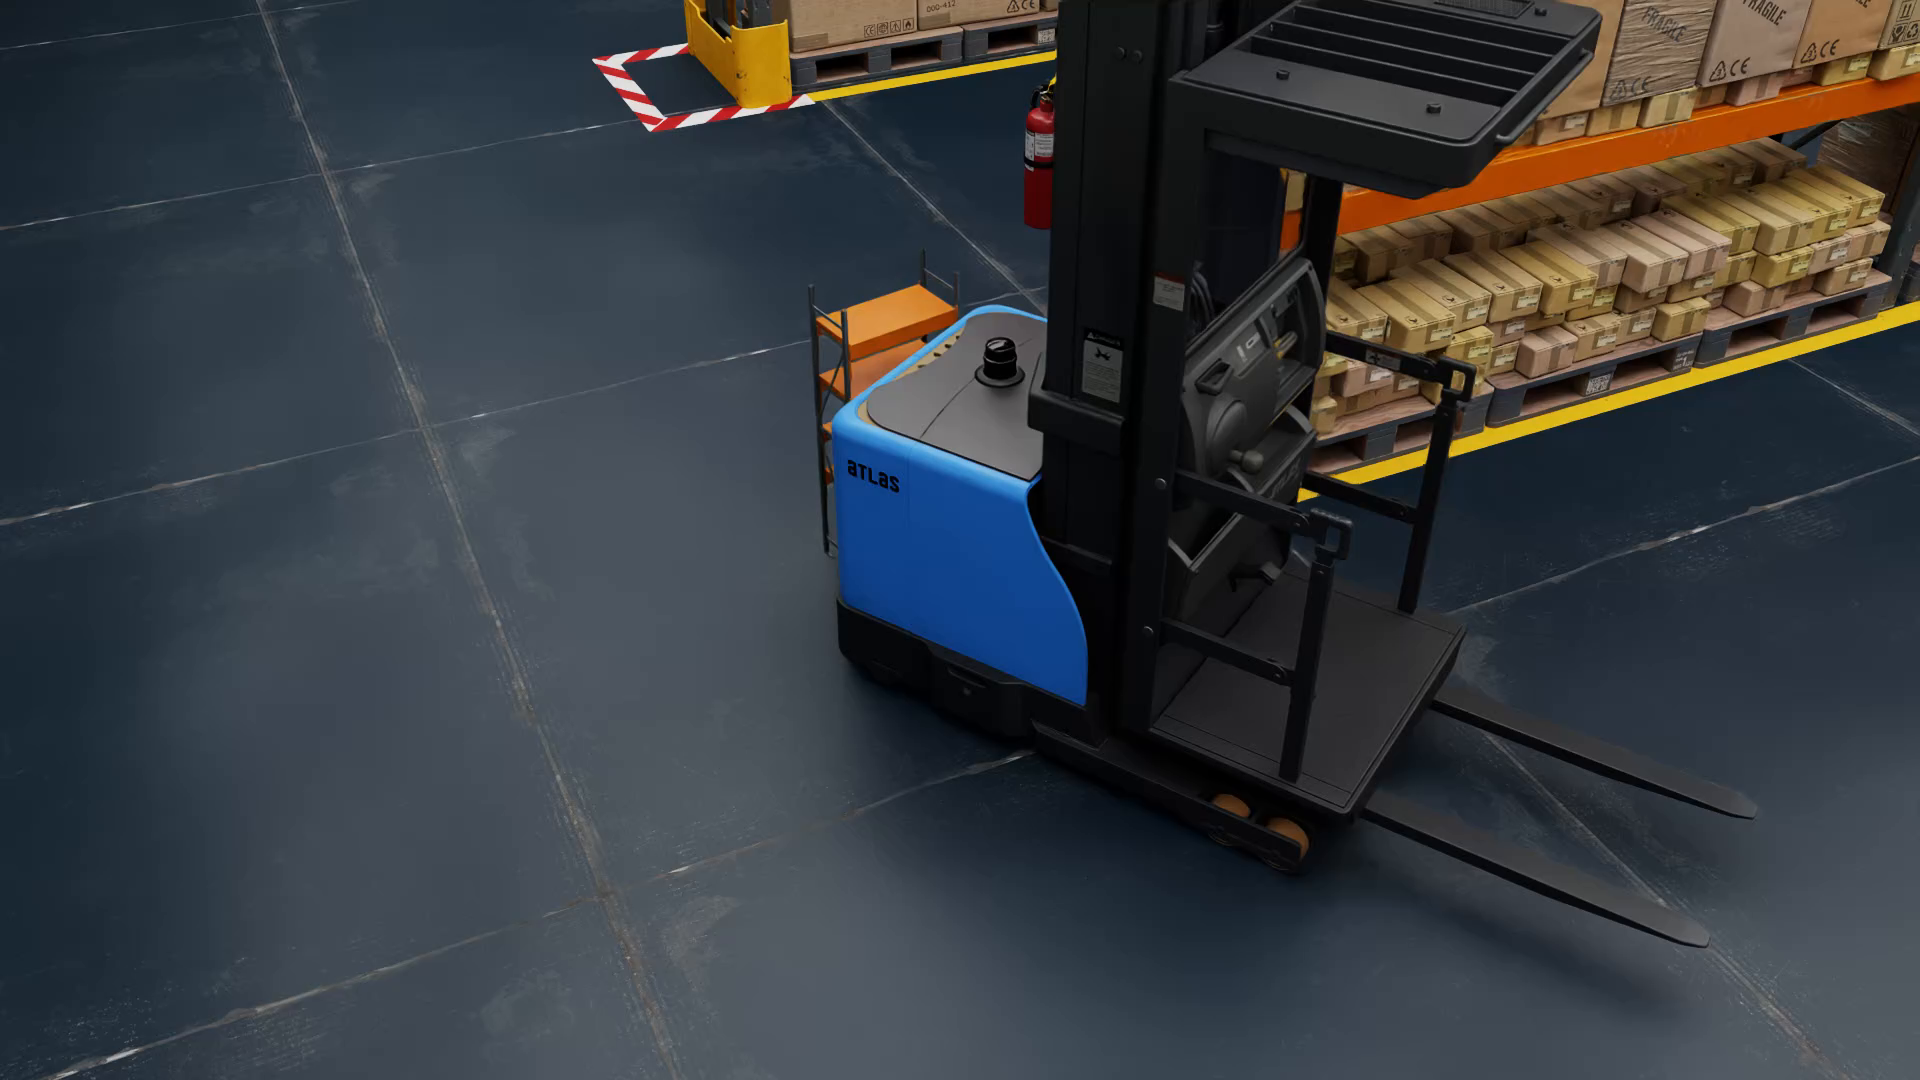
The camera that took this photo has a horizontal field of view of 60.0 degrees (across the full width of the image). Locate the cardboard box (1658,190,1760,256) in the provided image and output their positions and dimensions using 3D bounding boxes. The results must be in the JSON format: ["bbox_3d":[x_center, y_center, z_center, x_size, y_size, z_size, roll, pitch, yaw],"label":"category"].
[{"bbox_3d":[3.480,-1.471,7.757,0.250,0.149,0.380,-14,39,-18],"label":"cardboard box"}]

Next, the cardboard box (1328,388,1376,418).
[{"bbox_3d":[1.588,-0.697,7.212,0.250,0.149,0.380,-16,39,-20],"label":"cardboard box"}]

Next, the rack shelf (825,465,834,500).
[{"bbox_3d":[-0.273,-0.248,6.524,0.480,0.148,0.258,-23,42,-28],"label":"rack shelf"}]

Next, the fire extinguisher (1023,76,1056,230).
[{"bbox_3d":[0.351,-1.607,6.777,0.183,0.674,0.296,-16,39,-20],"label":"fire extinguisher"}]

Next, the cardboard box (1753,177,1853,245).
[{"bbox_3d":[3.970,-1.562,7.879,0.250,0.149,0.380,-15,39,-19],"label":"cardboard box"}]

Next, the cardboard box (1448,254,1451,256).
[{"bbox_3d":[2.305,-1.359,7.855,0.250,0.149,0.380,-14,39,-18],"label":"cardboard box"}]

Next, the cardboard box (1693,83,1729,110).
[{"bbox_3d":[3.053,-1.984,7.118,0.250,0.149,0.380,-16,40,-21],"label":"cardboard box"}]

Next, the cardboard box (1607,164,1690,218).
[{"bbox_3d":[3.287,-1.696,8.060,0.250,0.149,0.380,-17,40,-21],"label":"cardboard box"}]

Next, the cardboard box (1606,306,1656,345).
[{"bbox_3d":[2.984,-1.064,7.708,0.250,0.149,0.380,-15,39,-19],"label":"cardboard box"}]

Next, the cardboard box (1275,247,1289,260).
[{"bbox_3d":[1.399,-1.169,7.349,0.250,0.149,0.380,-15,39,-19],"label":"cardboard box"}]

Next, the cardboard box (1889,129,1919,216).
[{"bbox_3d":[5.178,-1.824,8.437,0.500,0.500,0.500,-14,39,-18],"label":"cardboard box"}]

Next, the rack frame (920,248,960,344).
[{"bbox_3d":[-0.075,-0.547,6.480,0.015,1.200,0.240,-23,42,-28],"label":"rack frame"}]

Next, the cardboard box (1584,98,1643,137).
[{"bbox_3d":[2.598,-1.830,6.910,0.250,0.149,0.380,-14,39,-18],"label":"cardboard box"}]

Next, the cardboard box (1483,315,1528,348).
[{"bbox_3d":[2.293,-1.014,7.390,0.250,0.149,0.380,-18,40,-22],"label":"cardboard box"}]

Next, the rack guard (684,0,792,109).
[{"bbox_3d":[-1.441,-3.237,10.694,0.348,0.500,1.175,-16,39,-20],"label":"rack guard"}]

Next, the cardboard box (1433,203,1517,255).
[{"bbox_3d":[2.346,-1.439,7.714,0.250,0.149,0.380,-17,40,-21],"label":"cardboard box"}]

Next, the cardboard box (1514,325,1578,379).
[{"bbox_3d":[2.540,-0.901,7.488,0.250,0.149,0.380,-18,40,-22],"label":"cardboard box"}]

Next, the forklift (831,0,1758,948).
[{"bbox_3d":[1.068,-0.484,4.943,3.031,2.935,1.130,21,42,26],"label":"forklift"}]

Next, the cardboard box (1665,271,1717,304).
[{"bbox_3d":[3.280,-1.269,7.734,0.250,0.149,0.380,-15,39,-19],"label":"cardboard box"}]

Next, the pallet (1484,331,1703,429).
[{"bbox_3d":[2.697,-0.995,7.915,1.213,0.211,1.003,-16,39,-20],"label":"pallet"}]

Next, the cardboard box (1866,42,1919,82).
[{"bbox_3d":[4.050,-2.192,7.398,0.250,0.149,0.380,-17,40,-21],"label":"cardboard box"}]

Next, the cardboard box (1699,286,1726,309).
[{"bbox_3d":[3.413,-1.233,7.934,0.250,0.149,0.380,-17,40,-21],"label":"cardboard box"}]

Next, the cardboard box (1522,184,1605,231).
[{"bbox_3d":[2.811,-1.562,7.879,0.250,0.149,0.380,-17,40,-22],"label":"cardboard box"}]

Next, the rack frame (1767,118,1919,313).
[{"bbox_3d":[4.396,-2.615,7.758,0.127,3.000,1.000,-16,39,-20],"label":"rack frame"}]

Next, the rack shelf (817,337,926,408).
[{"bbox_3d":[-0.273,-0.587,6.272,0.480,0.148,0.258,-23,42,-28],"label":"rack shelf"}]

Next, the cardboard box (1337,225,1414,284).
[{"bbox_3d":[1.840,-1.334,7.572,0.250,0.149,0.380,-17,40,-22],"label":"cardboard box"}]

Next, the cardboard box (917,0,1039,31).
[{"bbox_3d":[-0.040,-3.844,11.212,0.875,0.438,0.875,-15,39,-19],"label":"cardboard box"}]

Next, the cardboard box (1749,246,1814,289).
[{"bbox_3d":[3.771,-1.355,7.850,0.250,0.149,0.380,-17,40,-22],"label":"cardboard box"}]

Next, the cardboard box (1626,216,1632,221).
[{"bbox_3d":[3.290,-1.579,8.152,0.250,0.149,0.380,-18,40,-22],"label":"cardboard box"}]

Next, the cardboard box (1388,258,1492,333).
[{"bbox_3d":[2.064,-1.052,7.191,0.250,0.149,0.380,-18,40,-22],"label":"cardboard box"}]

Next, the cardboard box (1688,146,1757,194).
[{"bbox_3d":[3.722,-1.865,8.287,0.250,0.149,0.380,-14,39,-18],"label":"cardboard box"}]

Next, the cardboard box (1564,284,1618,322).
[{"bbox_3d":[2.769,-1.168,7.597,0.250,0.149,0.380,-14,39,-18],"label":"cardboard box"}]

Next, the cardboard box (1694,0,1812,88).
[{"bbox_3d":[3.157,-2.244,6.924,0.500,0.500,0.500,-16,39,-20],"label":"cardboard box"}]

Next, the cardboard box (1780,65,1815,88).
[{"bbox_3d":[3.520,-2.128,7.312,0.250,0.149,0.380,-17,40,-21],"label":"cardboard box"}]

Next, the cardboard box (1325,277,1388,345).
[{"bbox_3d":[1.592,-0.950,7.054,0.250,0.149,0.380,-15,39,-19],"label":"cardboard box"}]

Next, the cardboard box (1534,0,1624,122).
[{"bbox_3d":[2.221,-1.994,6.586,0.500,0.500,0.500,-15,39,-19],"label":"cardboard box"}]

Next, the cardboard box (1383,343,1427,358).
[{"bbox_3d":[1.814,-0.889,7.221,0.250,0.149,0.380,-15,39,-19],"label":"cardboard box"}]

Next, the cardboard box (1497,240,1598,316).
[{"bbox_3d":[2.577,-1.159,7.335,0.250,0.149,0.380,-15,39,-19],"label":"cardboard box"}]

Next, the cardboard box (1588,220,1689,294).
[{"bbox_3d":[3.035,-1.278,7.496,0.250,0.149,0.380,-17,40,-22],"label":"cardboard box"}]

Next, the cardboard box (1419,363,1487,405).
[{"bbox_3d":[2.087,-0.769,7.310,0.250,0.149,0.380,-15,39,-19],"label":"cardboard box"}]

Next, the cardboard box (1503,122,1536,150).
[{"bbox_3d":[2.119,-1.728,6.773,0.250,0.149,0.380,-16,39,-20],"label":"cardboard box"}]

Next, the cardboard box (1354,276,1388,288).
[{"bbox_3d":[1.888,-1.179,7.612,0.250,0.149,0.380,-16,39,-20],"label":"cardboard box"}]

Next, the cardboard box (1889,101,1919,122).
[{"bbox_3d":[4.963,-2.406,8.592,0.500,0.250,0.500,-17,40,-21],"label":"cardboard box"}]

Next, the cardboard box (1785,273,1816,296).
[{"bbox_3d":[3.915,-1.335,8.073,0.250,0.149,0.380,-15,39,-19],"label":"cardboard box"}]

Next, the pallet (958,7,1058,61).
[{"bbox_3d":[0.374,-3.678,11.532,1.213,0.211,1.003,-16,39,-20],"label":"pallet"}]

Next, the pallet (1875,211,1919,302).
[{"bbox_3d":[5.100,-1.693,8.856,1.213,0.211,1.003,-16,39,-20],"label":"pallet"}]

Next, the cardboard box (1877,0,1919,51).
[{"bbox_3d":[4.078,-2.500,7.269,0.500,0.500,0.500,-16,39,-20],"label":"cardboard box"}]

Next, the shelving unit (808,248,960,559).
[{"bbox_3d":[-0.273,-0.462,6.365,0.503,1.200,0.258,-23,42,-28],"label":"shelving unit"}]

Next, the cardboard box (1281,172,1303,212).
[{"bbox_3d":[1.208,-1.407,6.340,0.250,0.149,0.380,-16,39,-20],"label":"cardboard box"}]

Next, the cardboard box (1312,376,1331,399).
[{"bbox_3d":[1.359,-0.740,7.021,0.250,0.149,0.380,-14,39,-18],"label":"cardboard box"}]

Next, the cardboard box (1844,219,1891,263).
[{"bbox_3d":[4.246,-1.507,8.055,0.250,0.149,0.380,-15,39,-19],"label":"cardboard box"}]
